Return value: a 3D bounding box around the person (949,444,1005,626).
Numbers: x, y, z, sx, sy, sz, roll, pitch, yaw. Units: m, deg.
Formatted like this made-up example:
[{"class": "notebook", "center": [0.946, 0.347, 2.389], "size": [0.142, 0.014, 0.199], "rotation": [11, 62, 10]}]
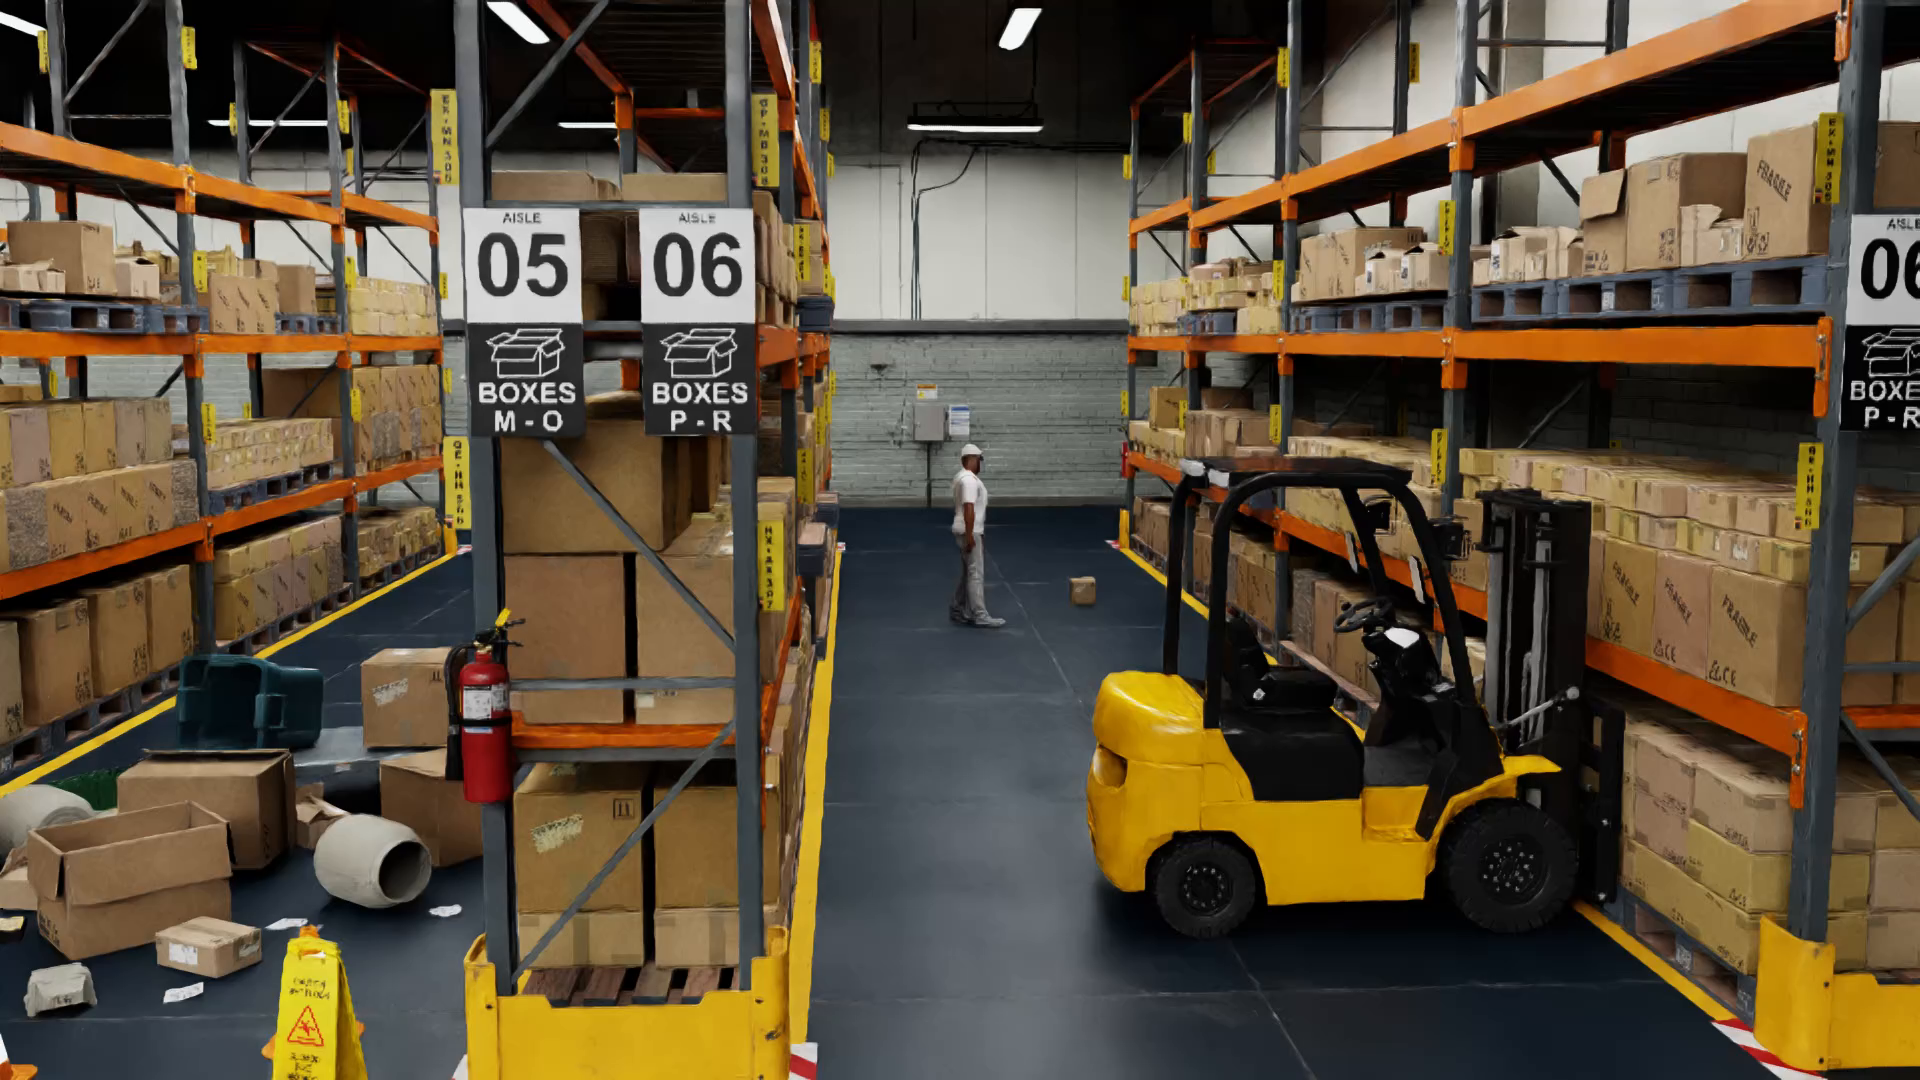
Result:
[{"class": "person", "center": [0.164, -0.054, 16.209], "size": [0.563, 1.757, 0.675], "rotation": [0, 7, 1]}]
